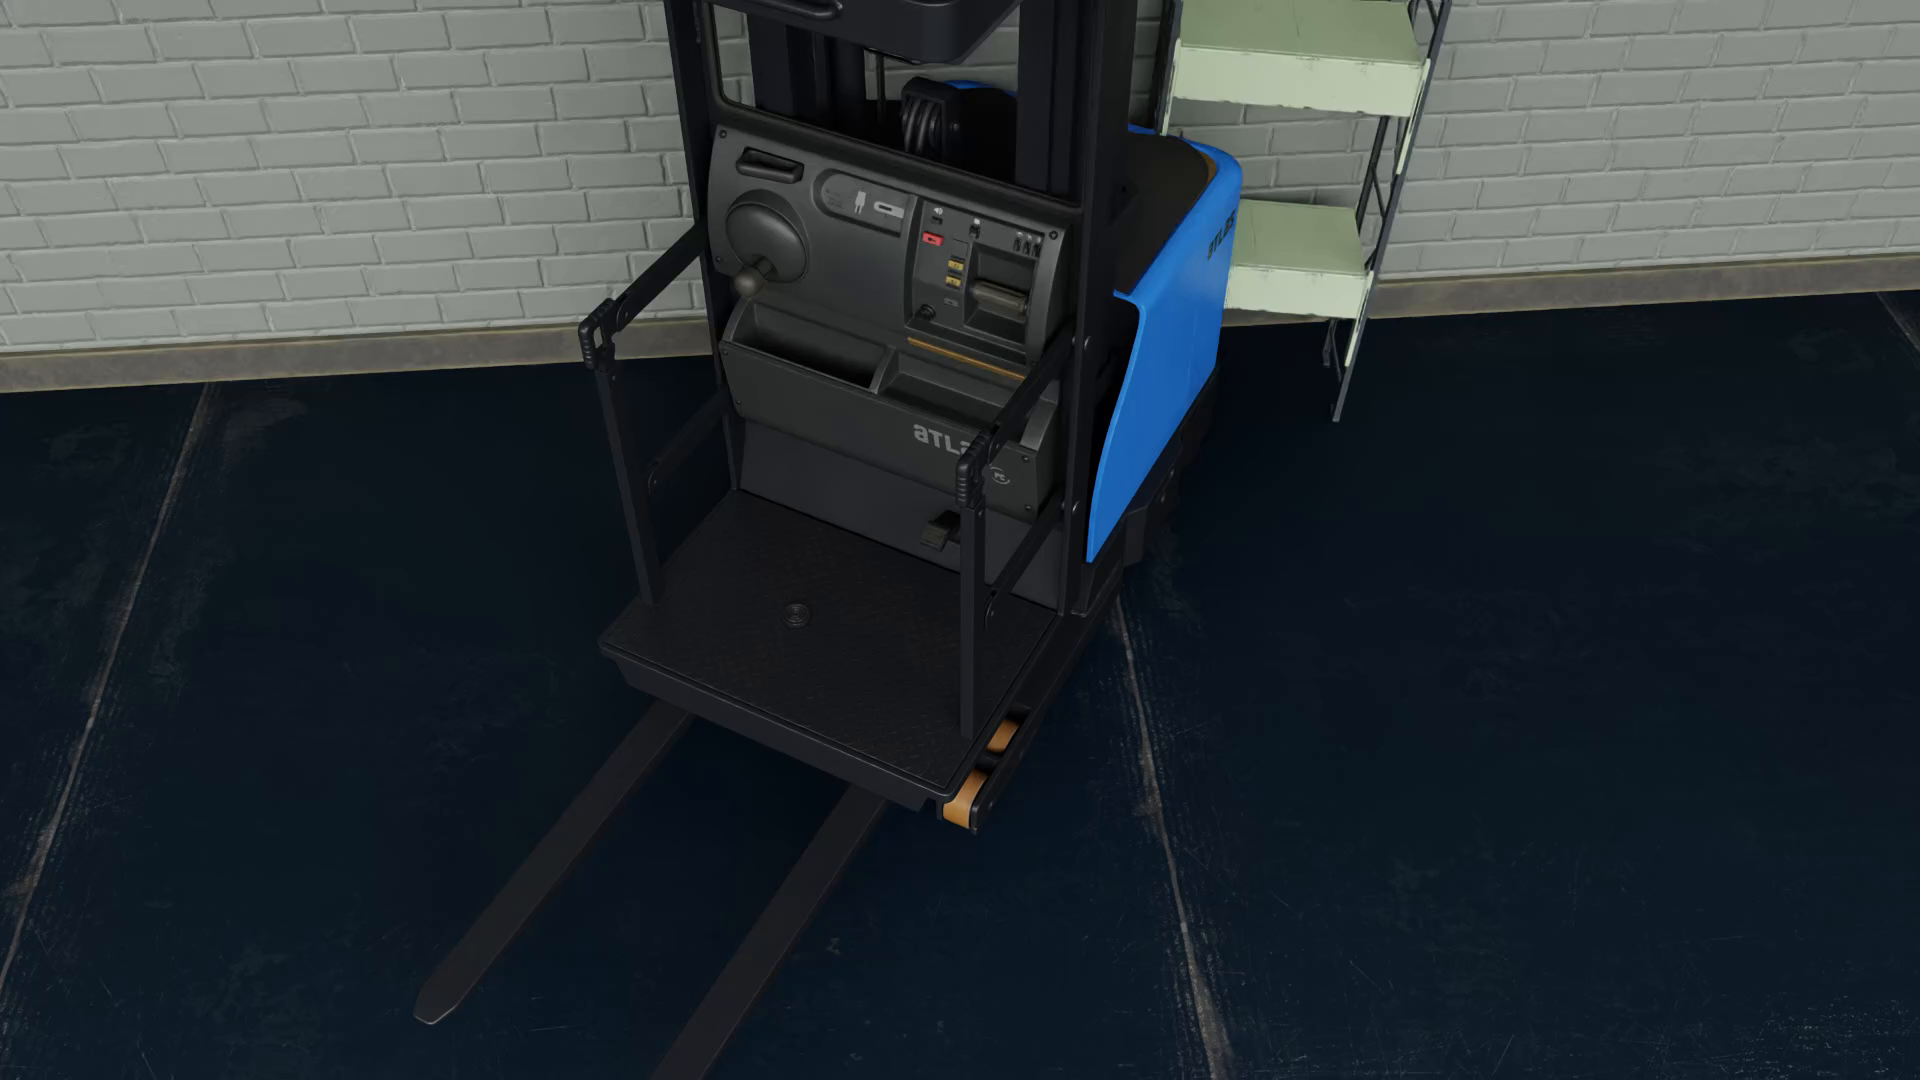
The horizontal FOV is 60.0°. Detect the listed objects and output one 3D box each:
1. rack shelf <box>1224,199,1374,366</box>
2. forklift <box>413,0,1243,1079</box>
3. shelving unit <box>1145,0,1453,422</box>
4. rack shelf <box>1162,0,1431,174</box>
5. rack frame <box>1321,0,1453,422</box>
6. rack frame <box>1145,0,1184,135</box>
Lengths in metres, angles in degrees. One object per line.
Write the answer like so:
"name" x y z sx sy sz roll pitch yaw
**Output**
"rack shelf" 0.934 -0.871 5.453 0.720 0.370 0.431 5 44 1
"forklift" -0.288 -0.606 3.806 1.130 2.935 3.031 21 50 19
"shelving unit" 0.951 -1.107 5.228 0.755 1.500 0.431 5 44 1
"rack shelf" 0.972 -1.389 4.960 0.720 0.370 0.431 5 44 1
"rack frame" 1.316 -1.076 5.224 0.023 1.500 0.400 5 44 1
"rack frame" 0.587 -1.137 5.232 0.023 1.500 0.400 5 44 1
